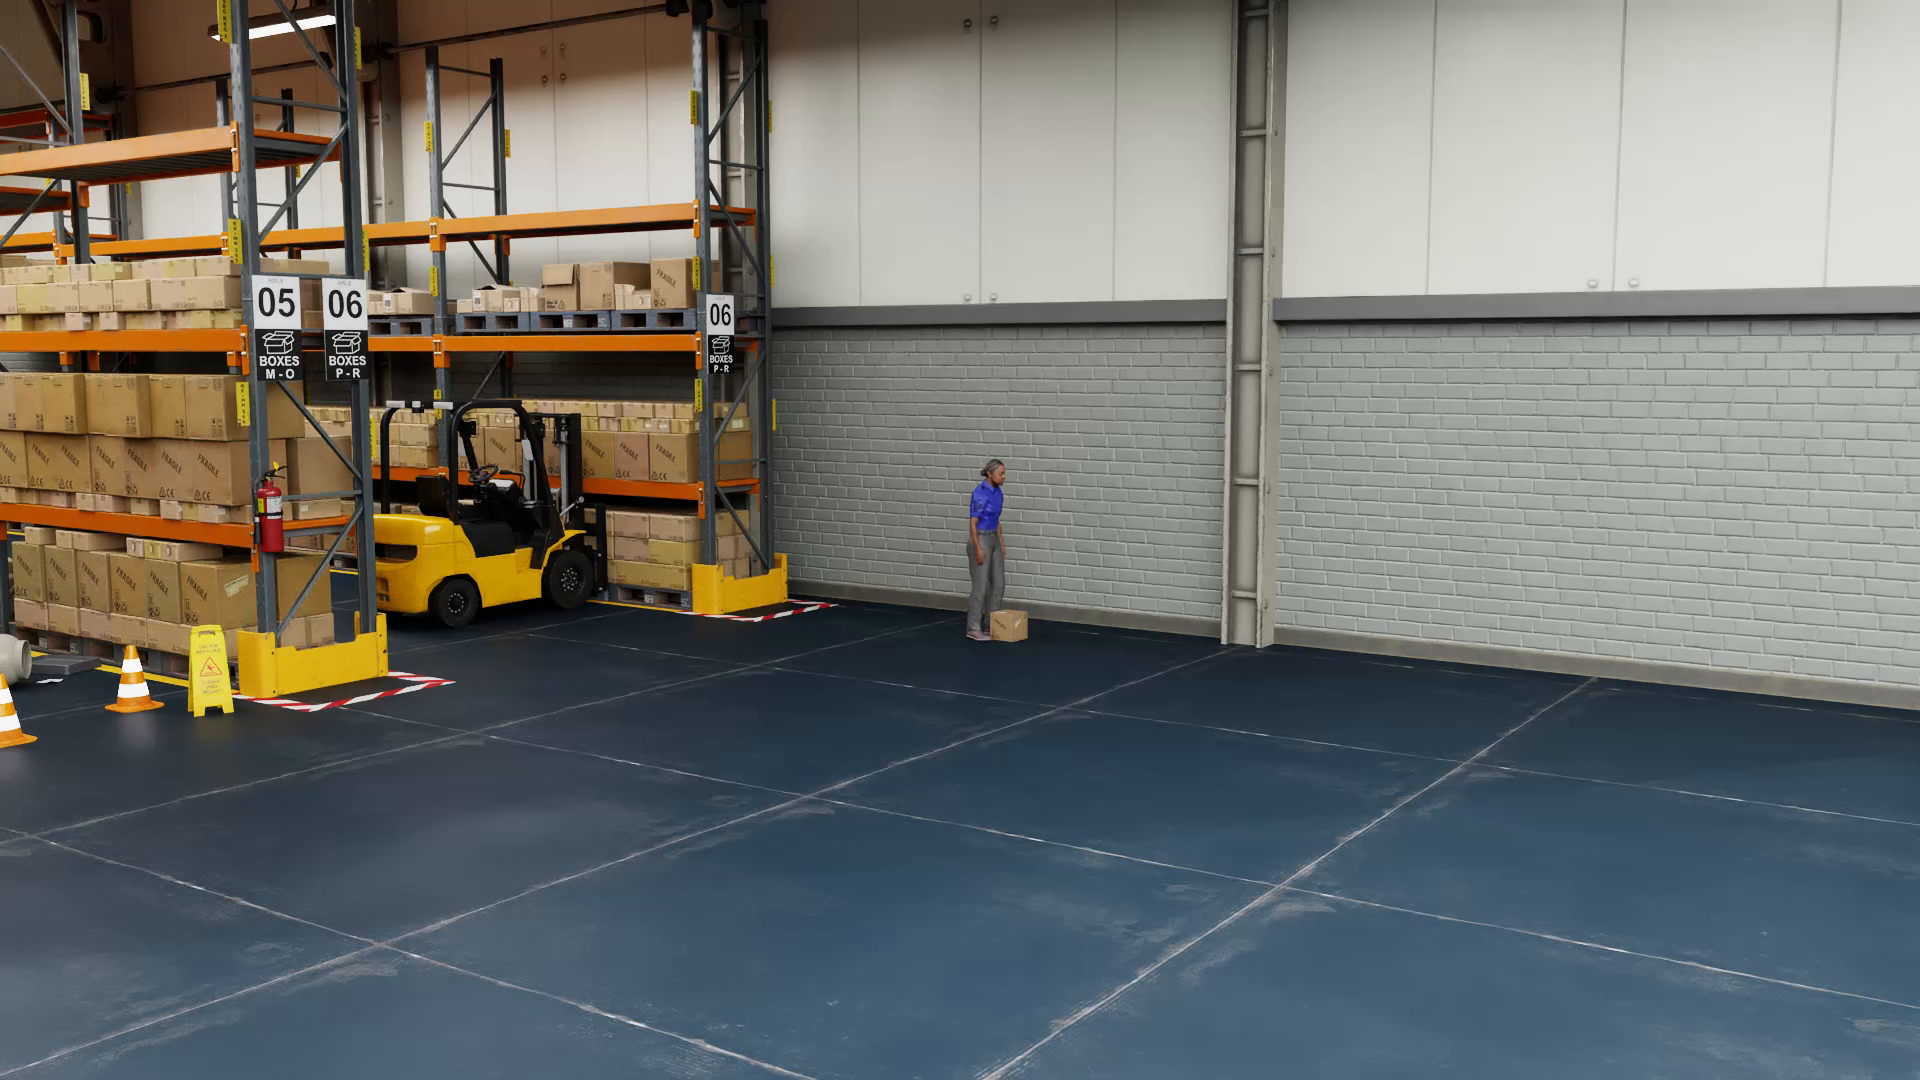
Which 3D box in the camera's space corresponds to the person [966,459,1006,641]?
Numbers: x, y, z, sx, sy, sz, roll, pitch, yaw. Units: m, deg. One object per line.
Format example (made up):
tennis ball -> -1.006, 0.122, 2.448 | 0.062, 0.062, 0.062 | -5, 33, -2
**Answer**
person -> 0.270, 0.079, 15.330 | 0.393, 1.655, 0.521 | 4, 8, 32
